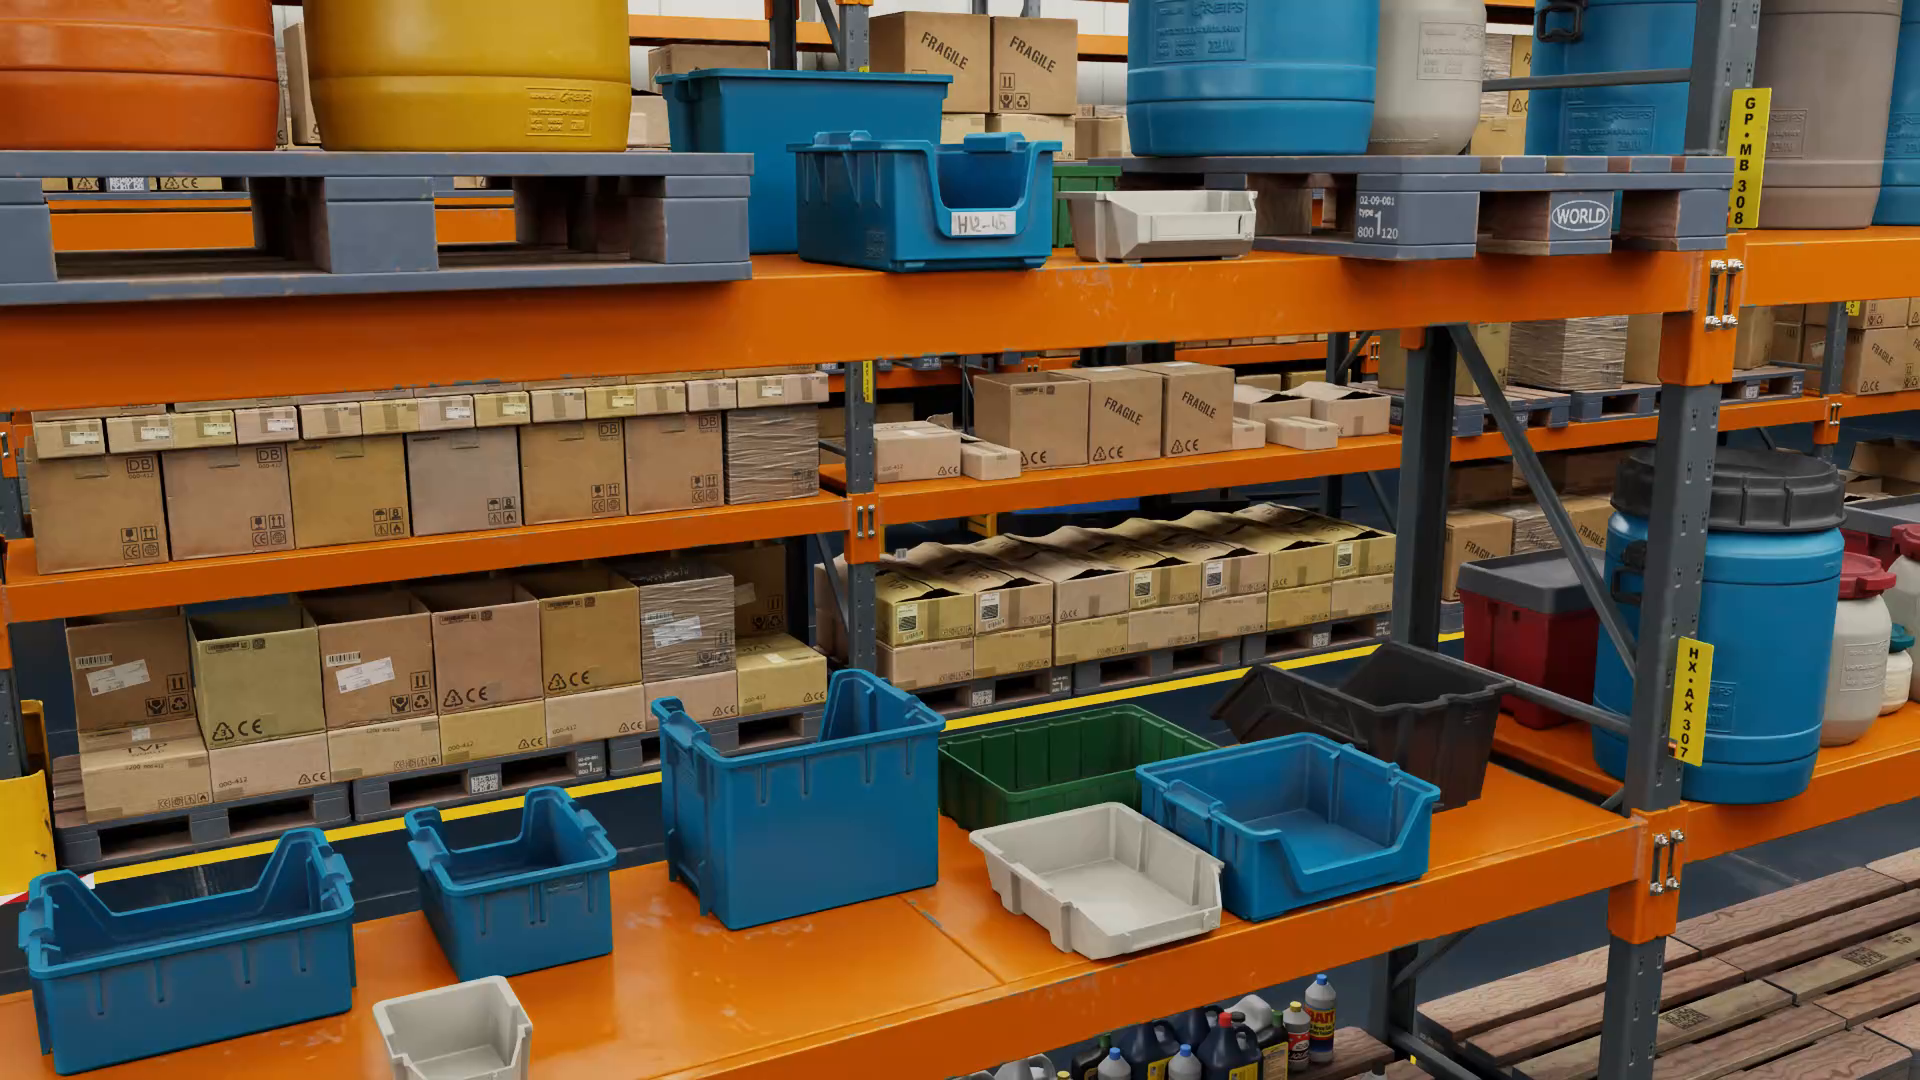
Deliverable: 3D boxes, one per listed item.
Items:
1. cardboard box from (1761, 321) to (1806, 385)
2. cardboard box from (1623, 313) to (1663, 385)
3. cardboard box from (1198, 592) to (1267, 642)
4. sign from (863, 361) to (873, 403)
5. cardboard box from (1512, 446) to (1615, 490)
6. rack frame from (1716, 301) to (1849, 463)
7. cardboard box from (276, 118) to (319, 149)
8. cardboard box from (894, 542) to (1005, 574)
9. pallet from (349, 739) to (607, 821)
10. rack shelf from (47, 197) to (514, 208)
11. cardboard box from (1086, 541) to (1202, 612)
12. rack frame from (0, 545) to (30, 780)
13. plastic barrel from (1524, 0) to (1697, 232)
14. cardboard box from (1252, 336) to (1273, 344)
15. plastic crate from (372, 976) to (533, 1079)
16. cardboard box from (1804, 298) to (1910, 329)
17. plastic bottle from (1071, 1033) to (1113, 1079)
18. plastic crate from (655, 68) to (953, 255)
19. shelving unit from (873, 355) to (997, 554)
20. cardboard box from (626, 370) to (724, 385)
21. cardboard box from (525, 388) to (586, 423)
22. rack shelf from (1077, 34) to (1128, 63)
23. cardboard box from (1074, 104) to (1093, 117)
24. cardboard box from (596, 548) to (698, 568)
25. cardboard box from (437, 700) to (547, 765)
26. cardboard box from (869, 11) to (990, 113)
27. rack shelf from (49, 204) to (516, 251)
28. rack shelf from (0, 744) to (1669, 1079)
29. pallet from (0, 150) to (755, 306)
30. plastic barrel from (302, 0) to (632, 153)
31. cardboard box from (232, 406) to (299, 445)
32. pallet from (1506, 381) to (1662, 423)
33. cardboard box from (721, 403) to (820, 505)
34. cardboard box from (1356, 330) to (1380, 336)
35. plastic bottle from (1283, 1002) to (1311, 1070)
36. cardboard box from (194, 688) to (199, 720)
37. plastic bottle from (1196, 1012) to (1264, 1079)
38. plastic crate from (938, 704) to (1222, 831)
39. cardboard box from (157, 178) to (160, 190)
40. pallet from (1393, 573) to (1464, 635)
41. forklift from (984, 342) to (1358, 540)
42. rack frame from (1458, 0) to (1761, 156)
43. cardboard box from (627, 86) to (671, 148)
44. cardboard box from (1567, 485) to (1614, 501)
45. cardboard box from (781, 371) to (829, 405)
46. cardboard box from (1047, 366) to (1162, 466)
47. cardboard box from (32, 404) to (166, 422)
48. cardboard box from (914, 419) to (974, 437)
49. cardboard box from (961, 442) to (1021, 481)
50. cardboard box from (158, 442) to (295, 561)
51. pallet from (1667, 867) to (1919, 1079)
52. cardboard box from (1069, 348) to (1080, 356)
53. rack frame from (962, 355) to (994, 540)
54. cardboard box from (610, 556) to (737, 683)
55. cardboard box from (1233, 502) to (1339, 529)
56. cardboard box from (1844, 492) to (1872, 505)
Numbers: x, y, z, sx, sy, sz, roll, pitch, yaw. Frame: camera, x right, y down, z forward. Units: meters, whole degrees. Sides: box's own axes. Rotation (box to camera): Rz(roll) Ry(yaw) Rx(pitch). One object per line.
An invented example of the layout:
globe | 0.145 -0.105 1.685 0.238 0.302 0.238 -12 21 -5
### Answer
cardboard box | 6.600 -1.503 13.227 0.500 0.500 0.500 -7 14 -27
cardboard box | 4.763 -1.408 11.849 0.500 0.500 0.700 -12 17 -42
cardboard box | 1.535 0.415 10.239 0.500 0.250 0.500 -6 14 -27
sign | -0.470 -0.865 8.467 0.005 0.325 0.100 -7 14 -28
cardboard box | 4.425 -0.551 12.209 0.500 0.250 0.500 -7 15 -29
rack frame | 6.284 -1.352 12.785 0.127 3.000 1.000 -7 14 -28
cardboard box | -4.810 -2.718 11.750 0.500 0.500 0.500 -6 14 -24
cardboard box | -0.066 0.199 9.923 0.500 0.311 0.500 -6 14 -26
pallet | -2.528 1.055 8.441 1.213 0.211 1.003 -7 14 -28
rack shelf | -4.870 -2.367 12.100 4.000 0.370 1.077 -7 14 -28
cardboard box | 1.093 0.195 9.939 0.500 0.311 0.500 -6 14 -26
rack frame | -4.249 -0.090 7.175 0.127 3.000 1.000 -7 14 -28
plastic barrel | 1.975 -1.359 4.841 0.708 0.901 0.600 -7 14 -28
cardboard box | 2.837 -2.002 16.198 0.250 0.149 0.380 -7 14 -28
plastic crate | -0.939 0.962 3.104 0.250 0.136 0.298 -7 14 -28
cardboard box | 6.833 -1.884 12.643 0.500 0.500 0.500 -6 14 -26
plastic bottle | 0.395 1.589 4.900 0.133 0.283 0.061 -6 14 -25
plastic crate | -0.349 -0.849 3.753 0.575 0.384 0.392 -7 14 -28
shelving unit | -0.304 -0.718 13.385 1.083 1.500 0.587 -6 14 -26
cardboard box | -1.567 -1.091 8.441 0.500 0.500 0.700 -7 14 -28
cardboard box | -1.989 -0.672 8.060 0.250 0.149 0.380 -6 14 -26
rack shelf | 2.152 -4.477 15.554 4.000 0.370 1.077 -7 14 -28
cardboard box | 0.787 -3.673 15.038 0.500 0.500 0.700 -8 15 -32
cardboard box | -1.730 0.303 9.029 0.500 0.500 0.500 -7 14 -28
cardboard box | -2.354 0.876 8.191 0.500 0.250 0.500 -7 14 -28
cardboard box | -0.177 -2.529 8.858 0.500 0.500 0.500 -7 14 -27
rack shelf | -2.493 -1.412 7.860 4.000 0.370 1.077 -7 14 -28
rack shelf | -0.123 1.006 3.946 4.000 0.370 1.077 -7 14 -28
pallet | -1.105 -0.574 2.926 1.213 0.211 1.003 -7 14 -28
plastic barrel | -0.939 -1.039 3.177 0.600 0.588 0.600 0 13 0
cardboard box | -3.128 -0.535 7.449 0.250 0.149 0.380 -7 14 -29
pallet | 4.478 -1.043 11.849 1.213 0.211 1.003 -7 14 -28
cardboard box | -1.124 -0.511 8.821 0.500 0.500 0.700 -7 15 -29
cardboard box | 4.391 -2.506 17.232 0.700 0.700 0.980 -7 14 -27
plastic bottle | 1.054 1.555 5.240 0.097 0.201 0.097 0 13 0
cardboard box | -3.486 0.879 8.179 0.500 0.250 0.500 -7 14 -28
plastic bottle | 0.794 1.555 4.899 0.185 0.351 0.144 -7 14 -28
plastic crate | 0.306 0.636 4.432 0.662 0.188 0.450 -7 14 -28
cardboard box | -5.960 -2.714 11.734 0.500 0.500 0.500 -7 14 -28
pallet | 3.447 0.358 11.538 1.213 0.211 1.003 -7 14 -28
forklift | 1.772 -1.501 13.605 3.031 2.935 1.130 -3 13 -11
rack frame | 1.633 -2.482 4.143 0.127 3.000 1.000 -7 14 -28
cardboard box | -1.780 -2.144 8.402 0.500 0.311 0.500 -8 15 -31
cardboard box | 4.665 -0.083 11.837 0.500 0.500 0.500 -7 15 -30
cardboard box | -0.874 -0.806 8.652 0.250 0.149 0.380 -7 14 -28
cardboard box | 0.846 -0.745 9.859 0.500 0.500 0.500 -7 14 -28
cardboard box | -3.786 -0.823 7.254 0.500 0.500 0.700 -7 14 -28
cardboard box | -0.210 -0.795 15.000 0.500 0.500 0.700 -7 14 -27
cardboard box | 0.138 -0.442 9.312 0.250 0.149 0.380 -7 14 -28
cardboard box | -3.374 -0.241 7.621 0.500 0.500 0.700 -6 14 -26
pallet | 3.375 1.586 6.082 1.213 0.211 1.003 -7 14 -28
cardboard box | 1.022 -1.787 15.246 0.250 0.149 0.380 -7 14 -27
rack frame | 0.143 -0.767 13.601 0.032 1.500 0.500 -6 14 -26
cardboard box | -1.484 0.402 8.591 0.500 0.500 0.500 -7 14 -28
cardboard box | 2.173 -0.070 11.116 0.500 0.311 0.500 -6 14 -26
cardboard box | 6.756 -0.257 13.043 0.500 0.311 0.500 -7 14 -28
